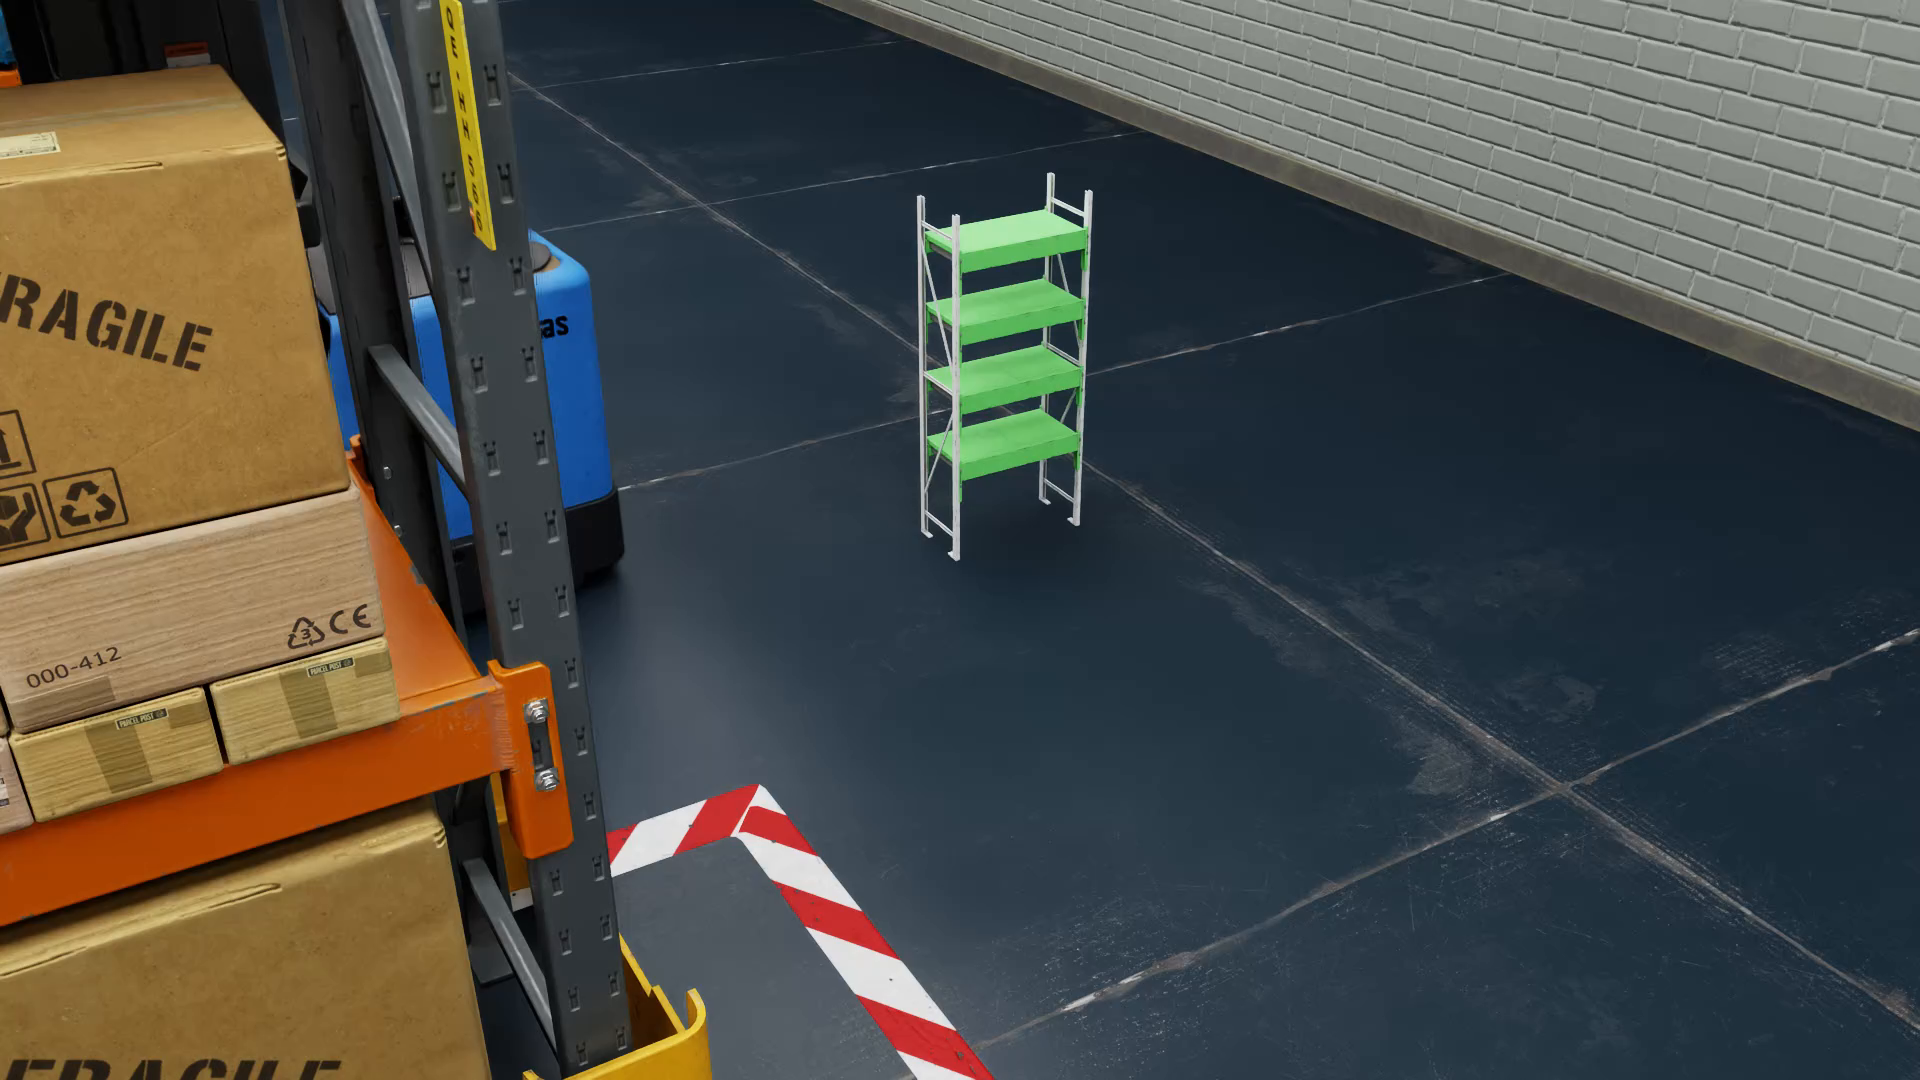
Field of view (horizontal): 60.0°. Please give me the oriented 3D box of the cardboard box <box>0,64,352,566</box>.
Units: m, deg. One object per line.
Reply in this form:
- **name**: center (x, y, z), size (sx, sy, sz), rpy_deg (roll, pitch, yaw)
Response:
- **cardboard box**: center (-1.203, -0.335, 2.323), size (0.500, 0.500, 0.500), rpy_deg (-15, 32, -26)

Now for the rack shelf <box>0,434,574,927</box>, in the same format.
- **rack shelf**: center (-2.640, 0.634, 2.241), size (4.000, 0.370, 1.077), rpy_deg (-16, 33, -26)

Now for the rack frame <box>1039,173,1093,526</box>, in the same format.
- **rack frame**: center (0.353, -0.626, 5.642), size (0.015, 1.200, 0.240), rpy_deg (-16, 33, -26)

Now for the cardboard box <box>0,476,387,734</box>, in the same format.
- **cardboard box**: center (-1.199, -0.006, 2.504), size (0.500, 0.250, 0.500), rpy_deg (-16, 33, -27)

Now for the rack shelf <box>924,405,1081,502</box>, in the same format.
- **rack shelf**: center (0.143, -0.300, 5.680), size (0.480, 0.148, 0.258), rpy_deg (-16, 33, -26)

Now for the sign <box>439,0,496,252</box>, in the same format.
- **sign**: center (-0.653, -0.552, 2.202), size (0.005, 0.325, 0.100), rpy_deg (-16, 33, -26)

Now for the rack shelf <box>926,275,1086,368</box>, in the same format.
- **rack shelf**: center (0.143, -0.720, 5.448), size (0.480, 0.148, 0.258), rpy_deg (-16, 33, -26)

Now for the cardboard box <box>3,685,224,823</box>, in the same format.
- **cardboard box**: center (-1.279, 0.228, 2.492), size (0.250, 0.149, 0.380), rpy_deg (-15, 32, -26)

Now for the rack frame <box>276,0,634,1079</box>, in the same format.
- **rack frame**: center (-0.916, -0.171, 2.955), size (0.127, 3.000, 1.000), rpy_deg (-16, 33, -26)

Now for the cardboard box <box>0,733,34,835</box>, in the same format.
- **cardboard box**: center (-1.497, 0.289, 2.381), size (0.250, 0.149, 0.380), rpy_deg (-16, 33, -26)

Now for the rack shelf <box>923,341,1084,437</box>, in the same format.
- **rack shelf**: center (0.143, -0.510, 5.564), size (0.480, 0.148, 0.258), rpy_deg (-16, 33, -26)

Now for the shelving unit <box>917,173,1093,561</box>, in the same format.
- **shelving unit**: center (0.143, -0.566, 5.534), size (0.503, 1.200, 0.258), rpy_deg (-16, 33, -26)

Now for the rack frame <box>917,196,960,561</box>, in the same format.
- **rack frame**: center (-0.068, -0.506, 5.425), size (0.015, 1.200, 0.240), rpy_deg (-16, 33, -26)

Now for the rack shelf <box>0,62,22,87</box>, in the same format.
- **rack shelf**: center (-5.149, -1.429, 5.980), size (4.000, 0.370, 1.077), rpy_deg (-16, 33, -26)

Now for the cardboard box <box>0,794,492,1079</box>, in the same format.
- **cardboard box**: center (-1.427, 0.766, 3.022), size (0.875, 0.875, 0.875), rpy_deg (-16, 33, -26)

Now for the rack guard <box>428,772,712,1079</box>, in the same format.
- **rack guard**: center (-0.895, 0.918, 3.569), size (0.348, 0.500, 1.175), rpy_deg (-16, 33, -26)

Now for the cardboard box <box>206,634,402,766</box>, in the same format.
- **cardboard box**: center (-1.056, 0.164, 2.609), size (0.250, 0.149, 0.380), rpy_deg (-15, 32, -25)

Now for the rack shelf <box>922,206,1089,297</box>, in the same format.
- **rack shelf**: center (0.143, -0.930, 5.332), size (0.480, 0.148, 0.258), rpy_deg (-16, 33, -26)

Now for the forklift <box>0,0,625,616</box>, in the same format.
- **forklift**: center (-2.622, -0.961, 4.458), size (3.031, 2.935, 1.130), rpy_deg (-18, 34, -29)

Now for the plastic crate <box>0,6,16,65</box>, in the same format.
- **plastic crate**: center (-3.619, -2.116, 6.381), size (0.499, 0.435, 0.616), rpy_deg (-16, 33, -26)

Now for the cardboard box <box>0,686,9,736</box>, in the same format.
- **cardboard box**: center (-1.637, 0.118, 2.279), size (0.500, 0.250, 0.500), rpy_deg (-16, 33, -27)
